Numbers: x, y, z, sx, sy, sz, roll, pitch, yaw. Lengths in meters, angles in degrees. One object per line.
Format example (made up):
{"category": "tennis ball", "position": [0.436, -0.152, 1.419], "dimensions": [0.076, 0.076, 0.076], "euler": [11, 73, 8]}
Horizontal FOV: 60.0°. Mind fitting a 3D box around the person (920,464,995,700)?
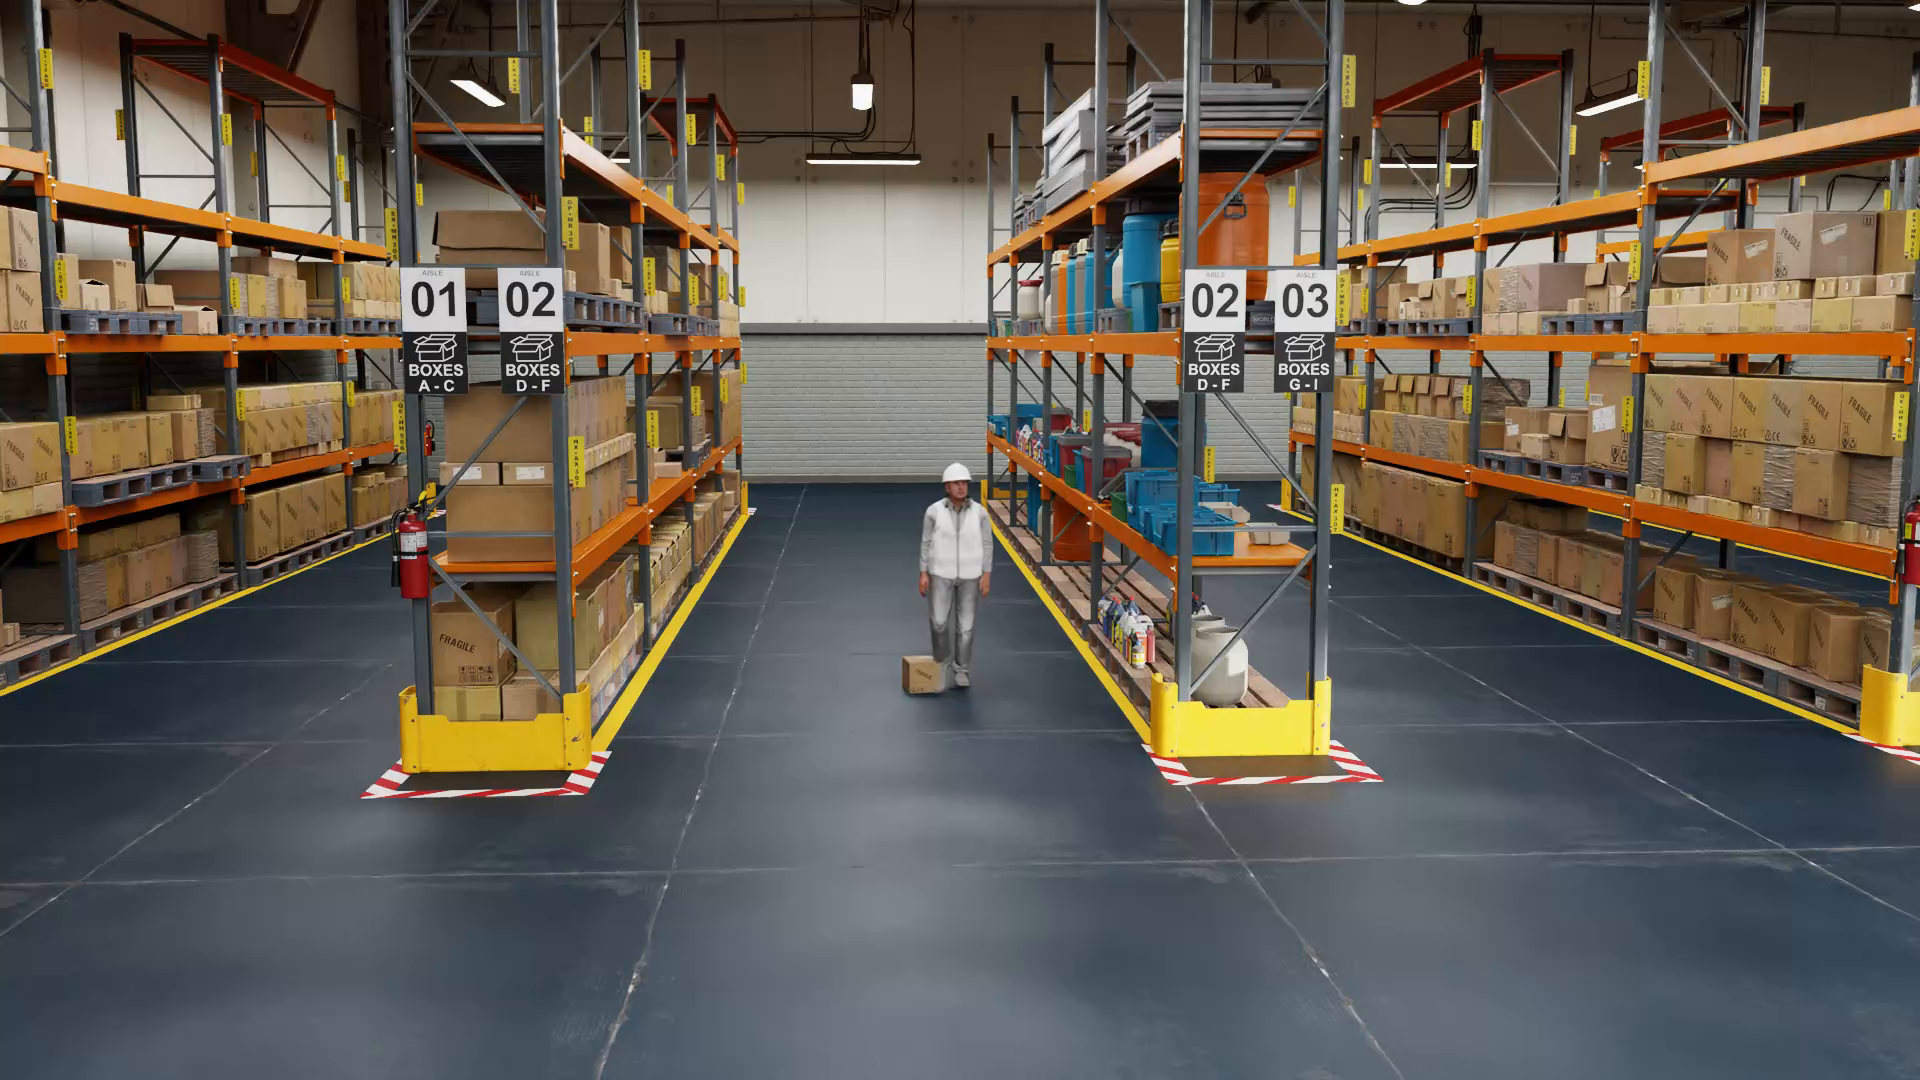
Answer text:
{"category": "person", "position": [-0.015, 0.323, 13.003], "dimensions": [0.567, 1.828, 0.575], "euler": [-1, 7, -7]}
